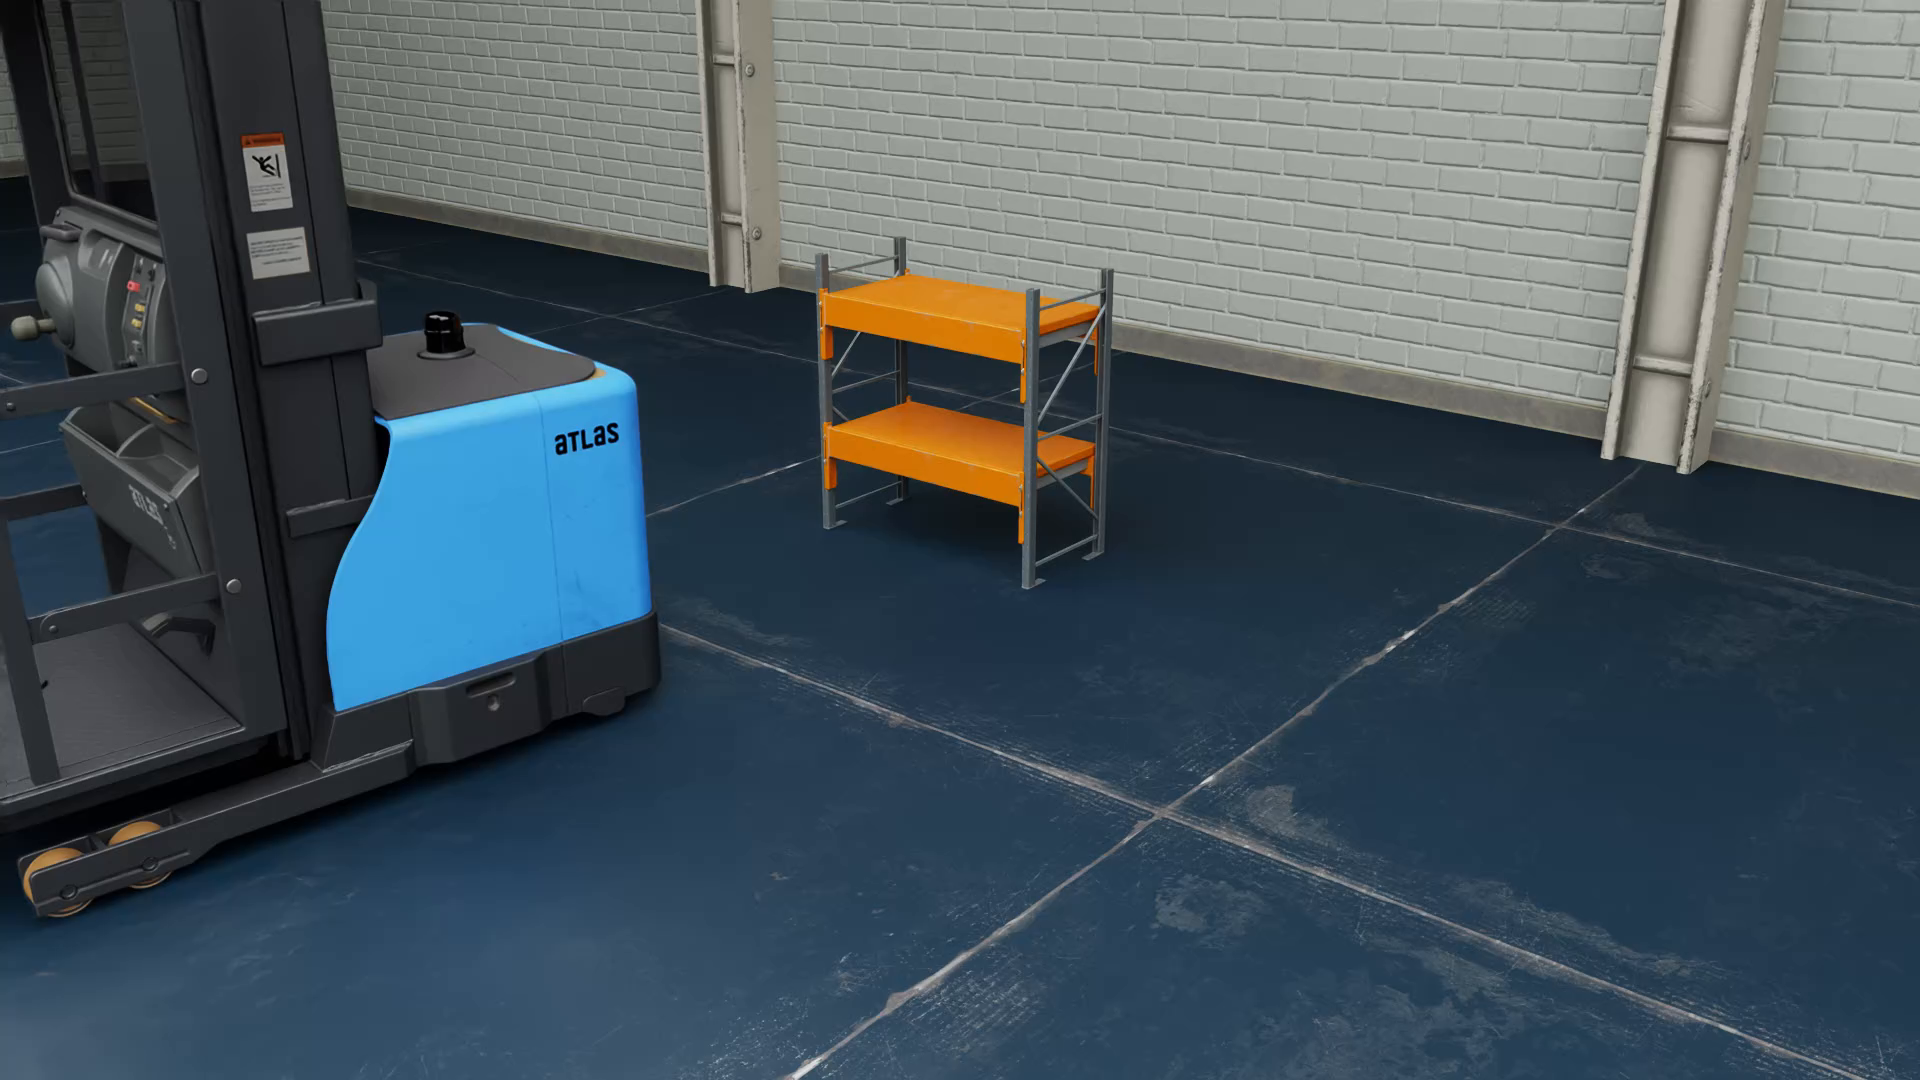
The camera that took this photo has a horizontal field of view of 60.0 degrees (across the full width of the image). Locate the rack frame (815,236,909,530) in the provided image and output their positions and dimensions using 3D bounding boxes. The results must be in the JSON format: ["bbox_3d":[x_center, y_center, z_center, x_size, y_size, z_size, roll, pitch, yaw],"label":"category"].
[{"bbox_3d":[-0.389,-0.638,6.766,0.032,1.125,0.500,16,26,36],"label":"rack frame"}]

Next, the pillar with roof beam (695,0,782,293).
[{"bbox_3d":[-4.164,-4.751,6.514,0.400,9.000,9.100,16,26,36],"label":"pillar with roof beam"}]

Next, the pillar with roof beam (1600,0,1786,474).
[{"bbox_3d":[0.484,-3.413,2.964,0.400,9.000,9.100,16,26,36],"label":"pillar with roof beam"}]

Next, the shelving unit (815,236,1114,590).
[{"bbox_3d":[0.005,-0.525,6.466,1.048,1.125,0.538,16,26,36],"label":"shelving unit"}]

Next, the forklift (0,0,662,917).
[{"bbox_3d":[-2.380,-0.636,4.200,3.031,2.935,1.130,-18,27,-39],"label":"forklift"}]

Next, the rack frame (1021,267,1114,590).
[{"bbox_3d":[0.399,-0.411,6.165,0.032,1.125,0.500,16,26,36],"label":"rack frame"}]

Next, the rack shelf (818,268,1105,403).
[{"bbox_3d":[0.005,-0.799,6.362,1.000,0.278,0.538,16,26,36],"label":"rack shelf"}]

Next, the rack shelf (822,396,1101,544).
[{"bbox_3d":[0.005,-0.296,6.552,1.000,0.278,0.538,16,26,36],"label":"rack shelf"}]
